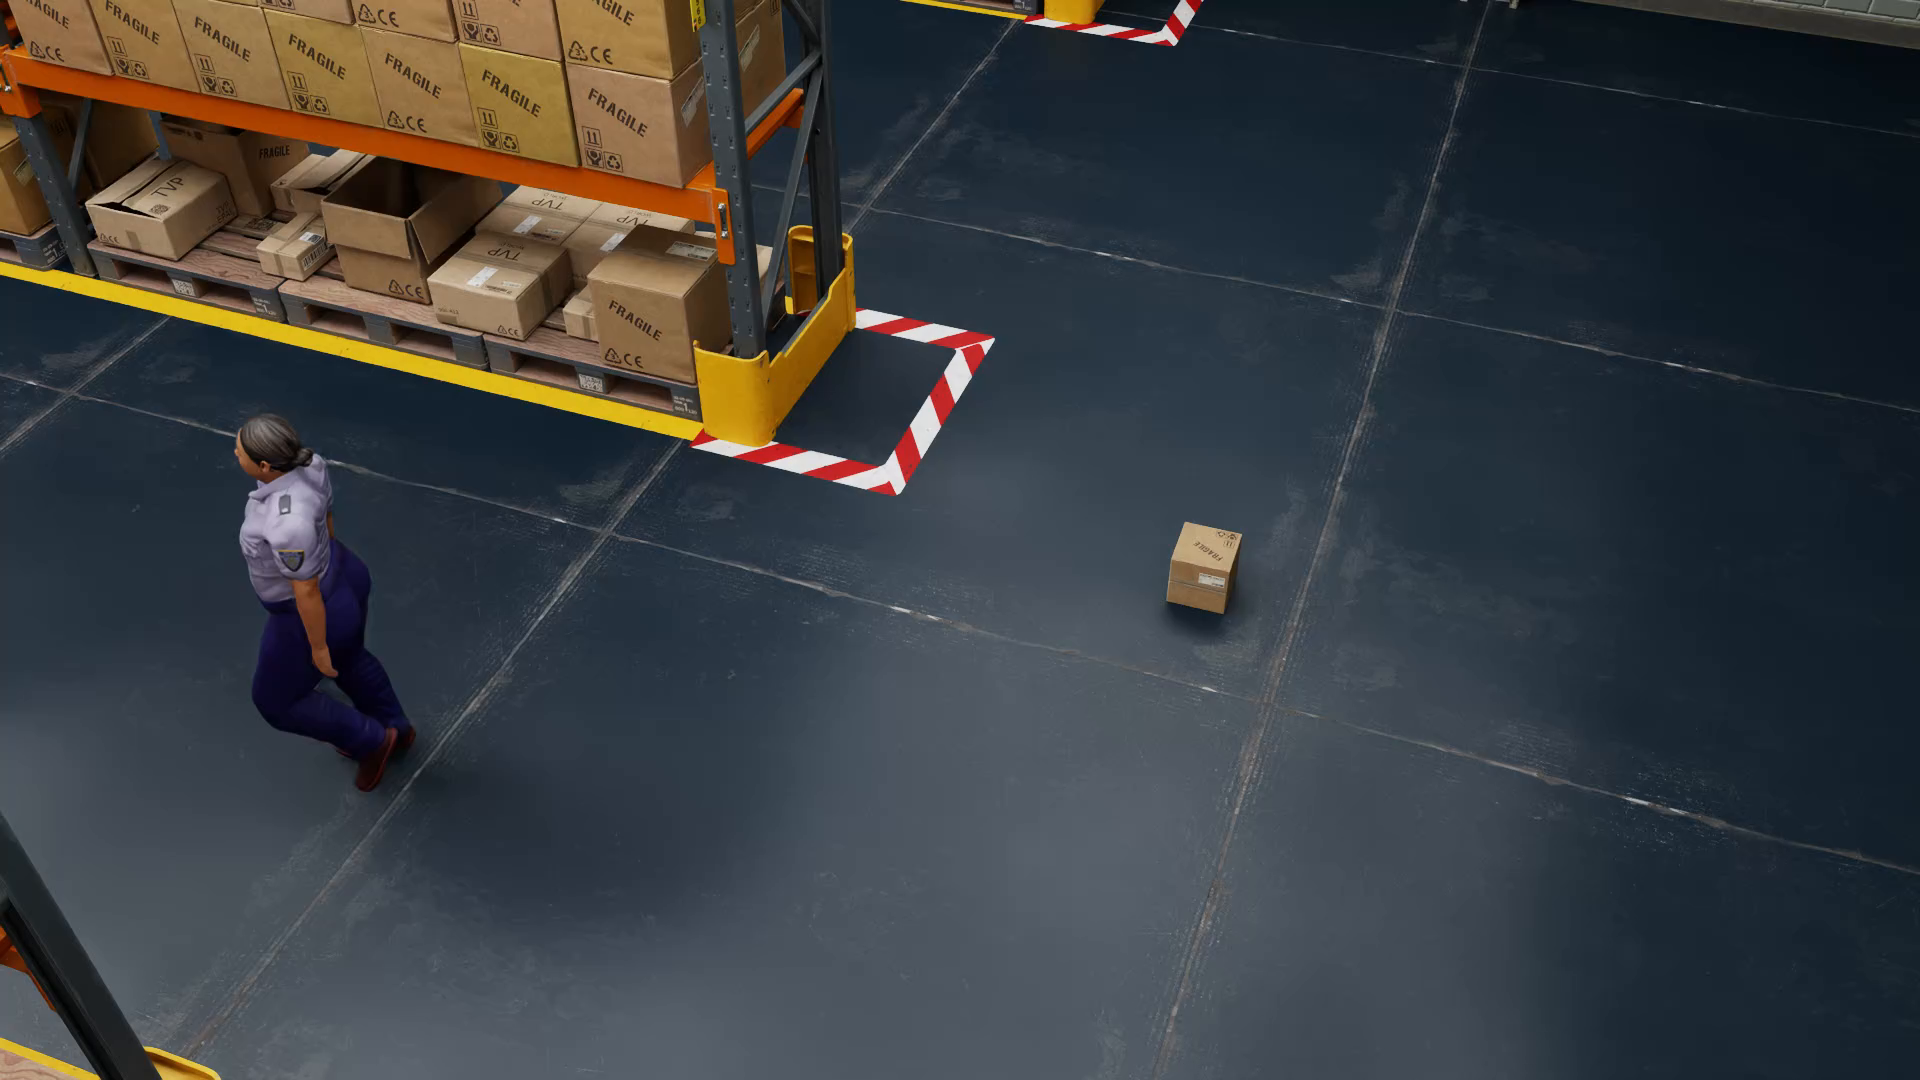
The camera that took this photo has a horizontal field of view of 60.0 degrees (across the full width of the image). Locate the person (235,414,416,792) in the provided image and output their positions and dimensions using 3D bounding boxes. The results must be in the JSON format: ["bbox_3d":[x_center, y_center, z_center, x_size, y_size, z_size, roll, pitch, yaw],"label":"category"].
[{"bbox_3d":[-2.318,0.239,5.878,0.433,1.667,0.510,-5,42,-5],"label":"person"}]
